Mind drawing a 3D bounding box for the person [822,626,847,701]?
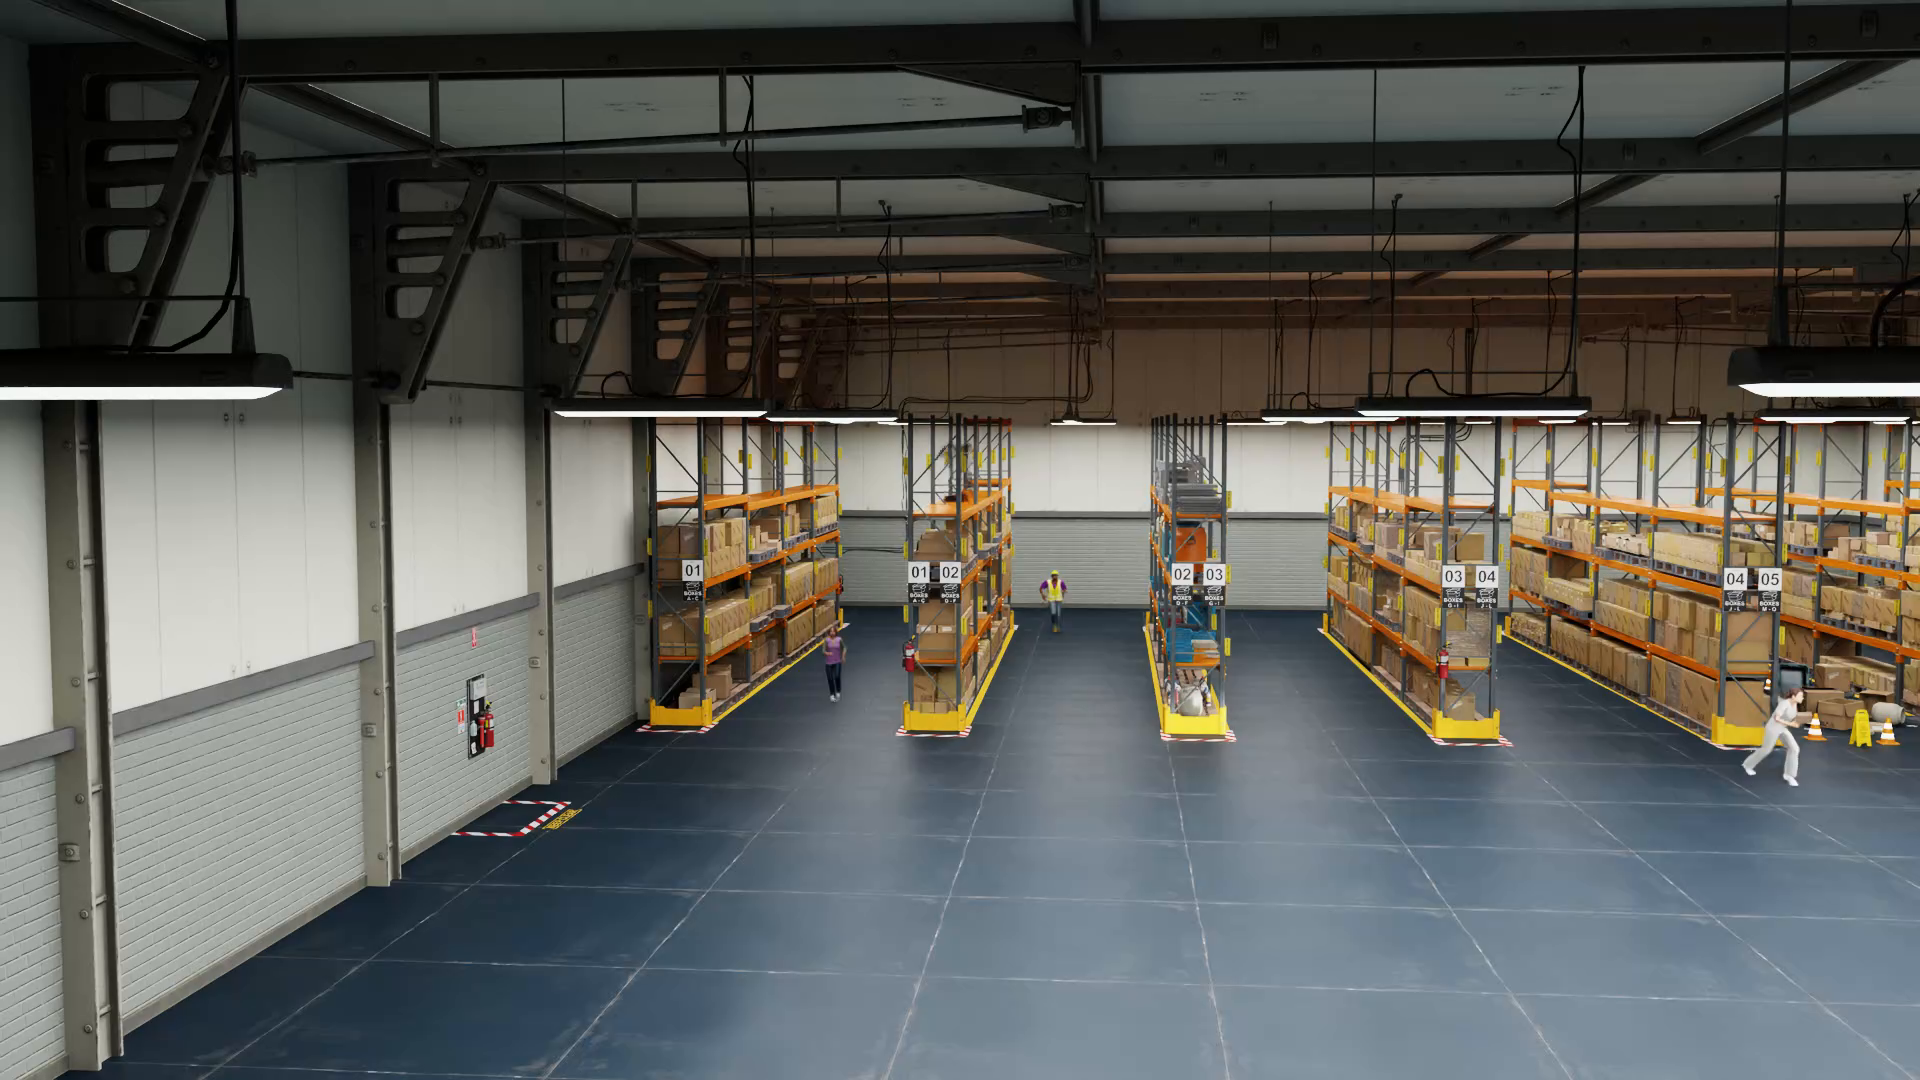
[{"bbox_3d":[-2.631,2.584,34.700,0.510,1.570,0.636,0,4,-1],"label":"person"}]

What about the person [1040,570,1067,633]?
[{"bbox_3d":[2.632,1.735,46.475,0.734,1.781,0.777,-1,4,-10],"label":"person"}]

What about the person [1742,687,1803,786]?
[{"bbox_3d":[13.170,3.151,26.945,0.606,1.606,0.957,-3,5,-38],"label":"person"}]
